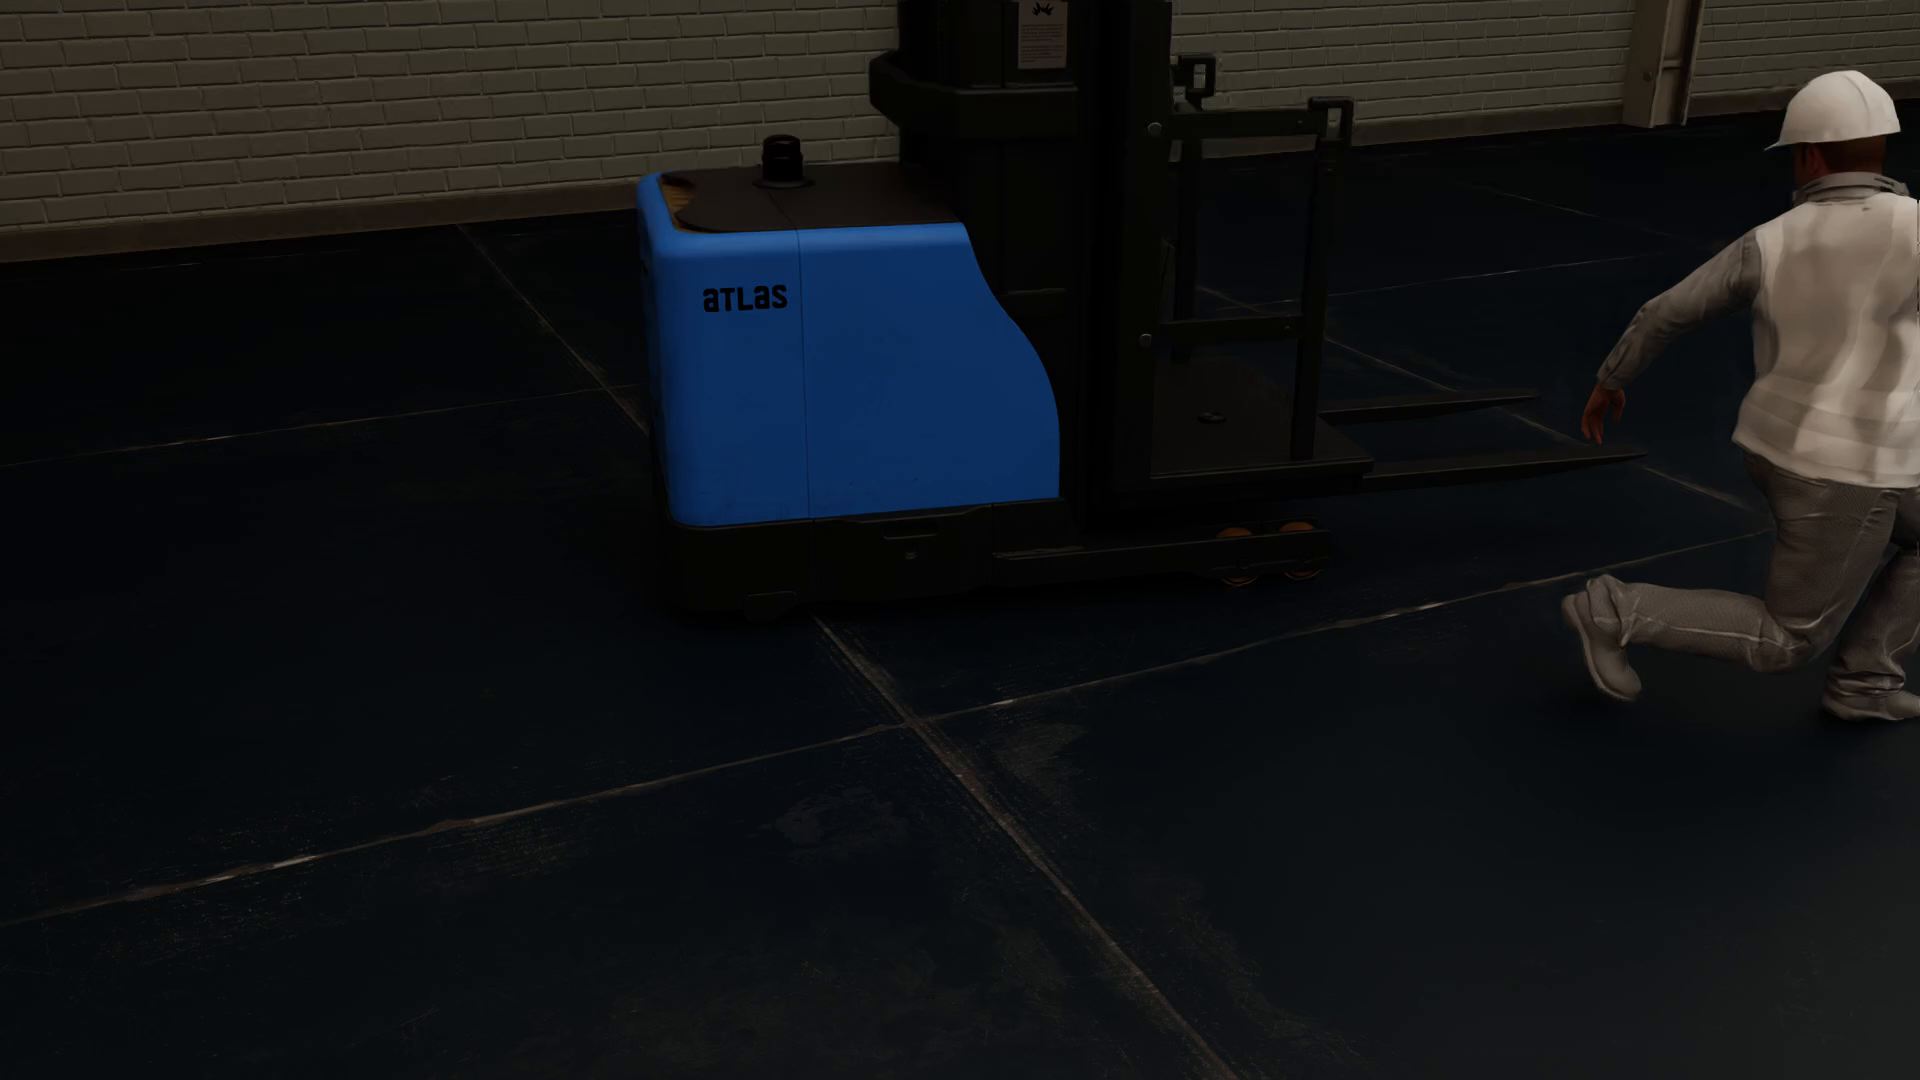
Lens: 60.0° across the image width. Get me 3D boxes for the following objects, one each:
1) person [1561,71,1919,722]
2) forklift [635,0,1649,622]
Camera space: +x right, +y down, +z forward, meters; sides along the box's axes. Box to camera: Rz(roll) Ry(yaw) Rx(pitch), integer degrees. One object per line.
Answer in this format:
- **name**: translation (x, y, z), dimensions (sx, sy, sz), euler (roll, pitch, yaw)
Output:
- **person**: translation (1.947, -0.299, 3.891), dimensions (0.943, 1.539, 0.690), euler (-1, 23, -3)
- **forklift**: translation (0.598, -1.413, 4.687), dimensions (3.031, 2.935, 1.130), euler (-5, 23, -12)
